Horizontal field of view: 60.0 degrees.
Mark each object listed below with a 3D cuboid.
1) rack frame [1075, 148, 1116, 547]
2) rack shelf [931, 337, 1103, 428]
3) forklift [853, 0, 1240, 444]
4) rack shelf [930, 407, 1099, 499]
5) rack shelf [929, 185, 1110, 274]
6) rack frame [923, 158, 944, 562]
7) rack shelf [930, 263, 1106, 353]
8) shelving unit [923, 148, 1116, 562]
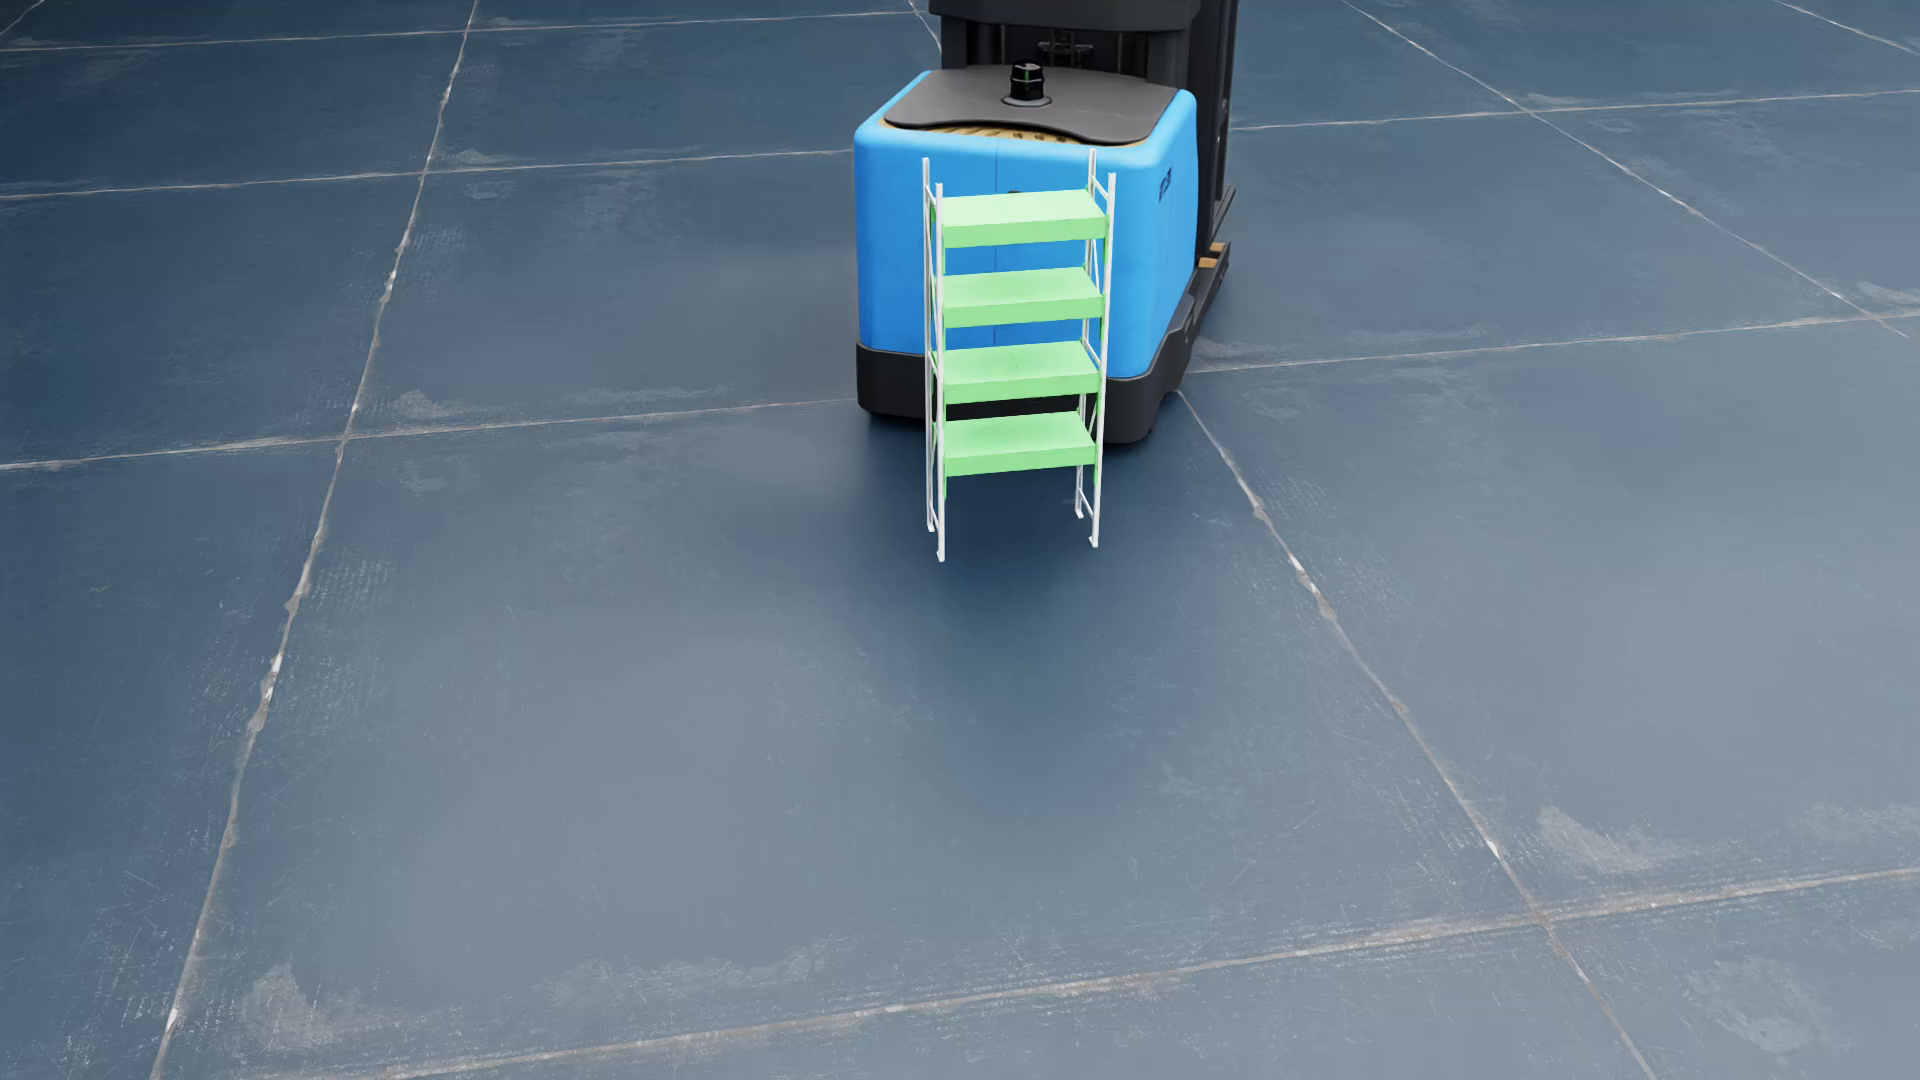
[{"bbox_3d":[0.403,-0.555,5.009,0.015,1.200,0.240,-5,31,-9],"label":"rack frame"},{"bbox_3d":[0.163,-0.477,5.004,0.480,0.148,0.258,-5,31,-9],"label":"rack shelf"},{"bbox_3d":[0.533,-2.327,6.315,1.130,2.935,3.031,8,31,14],"label":"forklift"},{"bbox_3d":[0.163,-0.270,5.126,0.480,0.148,0.258,-5,31,-9],"label":"rack shelf"},{"bbox_3d":[0.163,-0.891,4.761,0.480,0.148,0.258,-5,31,-9],"label":"rack shelf"},{"bbox_3d":[-0.077,-0.510,4.934,0.015,1.200,0.240,-5,31,-9],"label":"rack frame"},{"bbox_3d":[0.163,-0.684,4.882,0.480,0.148,0.258,-5,31,-9],"label":"rack shelf"},{"bbox_3d":[0.163,-0.532,4.972,0.503,1.200,0.258,-5,31,-9],"label":"shelving unit"}]
